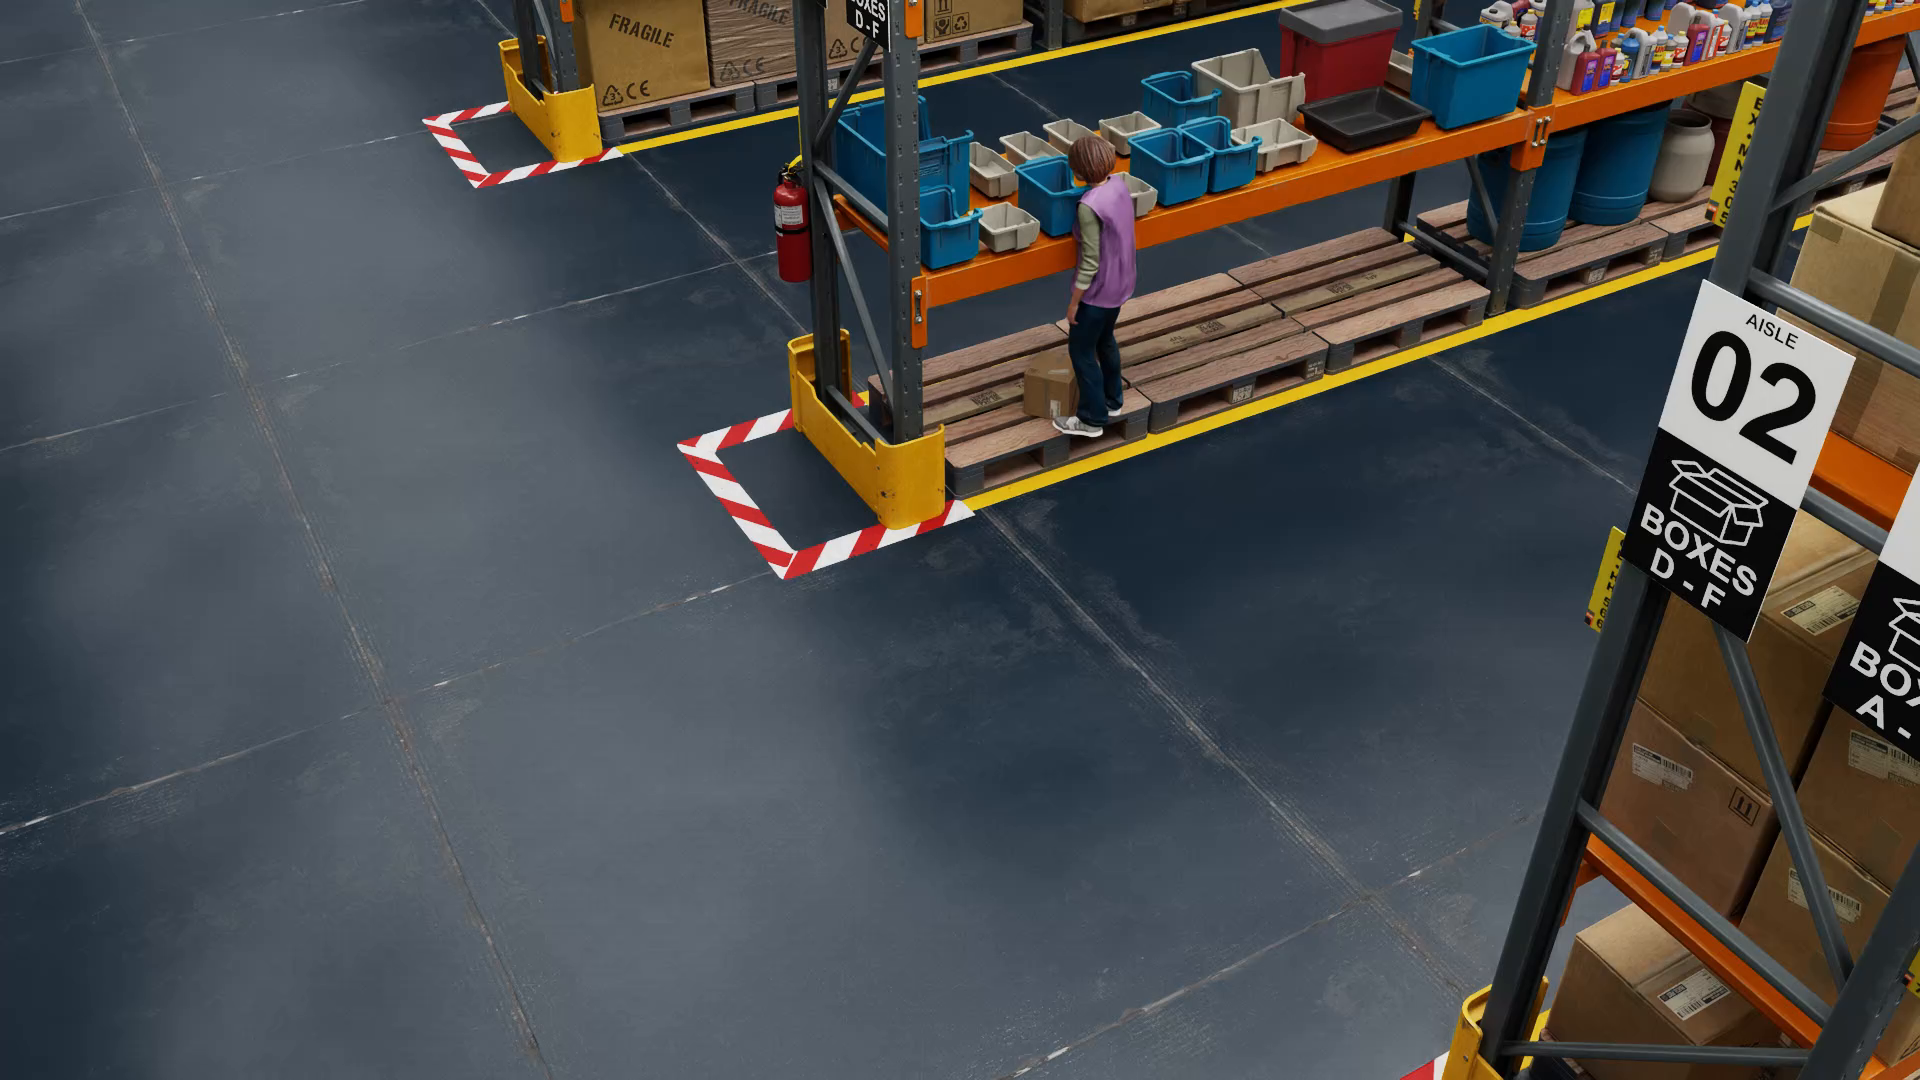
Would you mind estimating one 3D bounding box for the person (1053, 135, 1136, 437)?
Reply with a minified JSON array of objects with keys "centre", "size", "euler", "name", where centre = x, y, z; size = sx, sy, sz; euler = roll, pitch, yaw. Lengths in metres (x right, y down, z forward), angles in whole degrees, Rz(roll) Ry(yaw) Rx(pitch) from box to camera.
[{"centre":[0.683,-1.238,8.213],"size":[0.341,1.594,0.486],"euler":[19,41,23],"name":"person"}]
